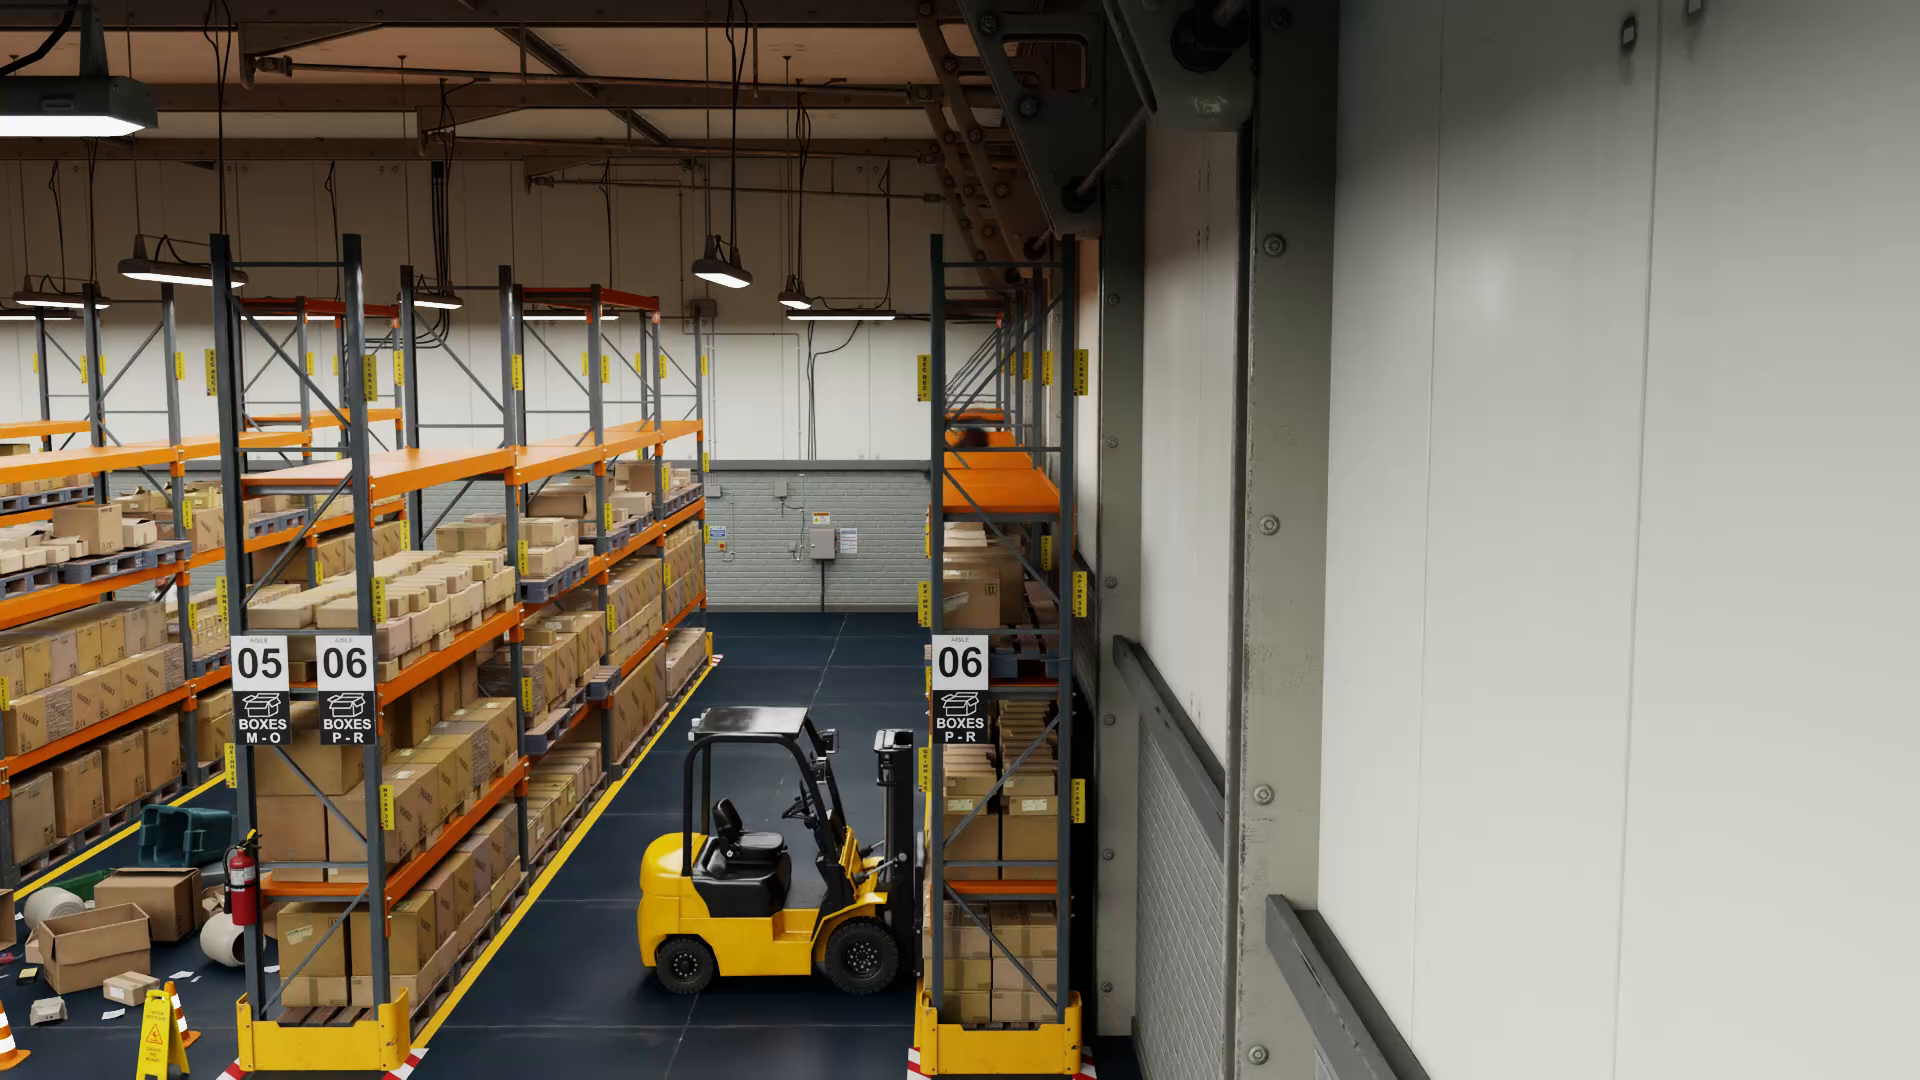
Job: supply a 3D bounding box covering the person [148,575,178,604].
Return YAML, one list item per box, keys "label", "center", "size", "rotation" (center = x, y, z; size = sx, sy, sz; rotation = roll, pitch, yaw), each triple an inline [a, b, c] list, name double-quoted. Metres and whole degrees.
- label: "person"
  center: [-12.964, 1.323, 27.305]
  size: [0.710, 1.692, 0.622]
  rotation: [-2, 7, -17]
